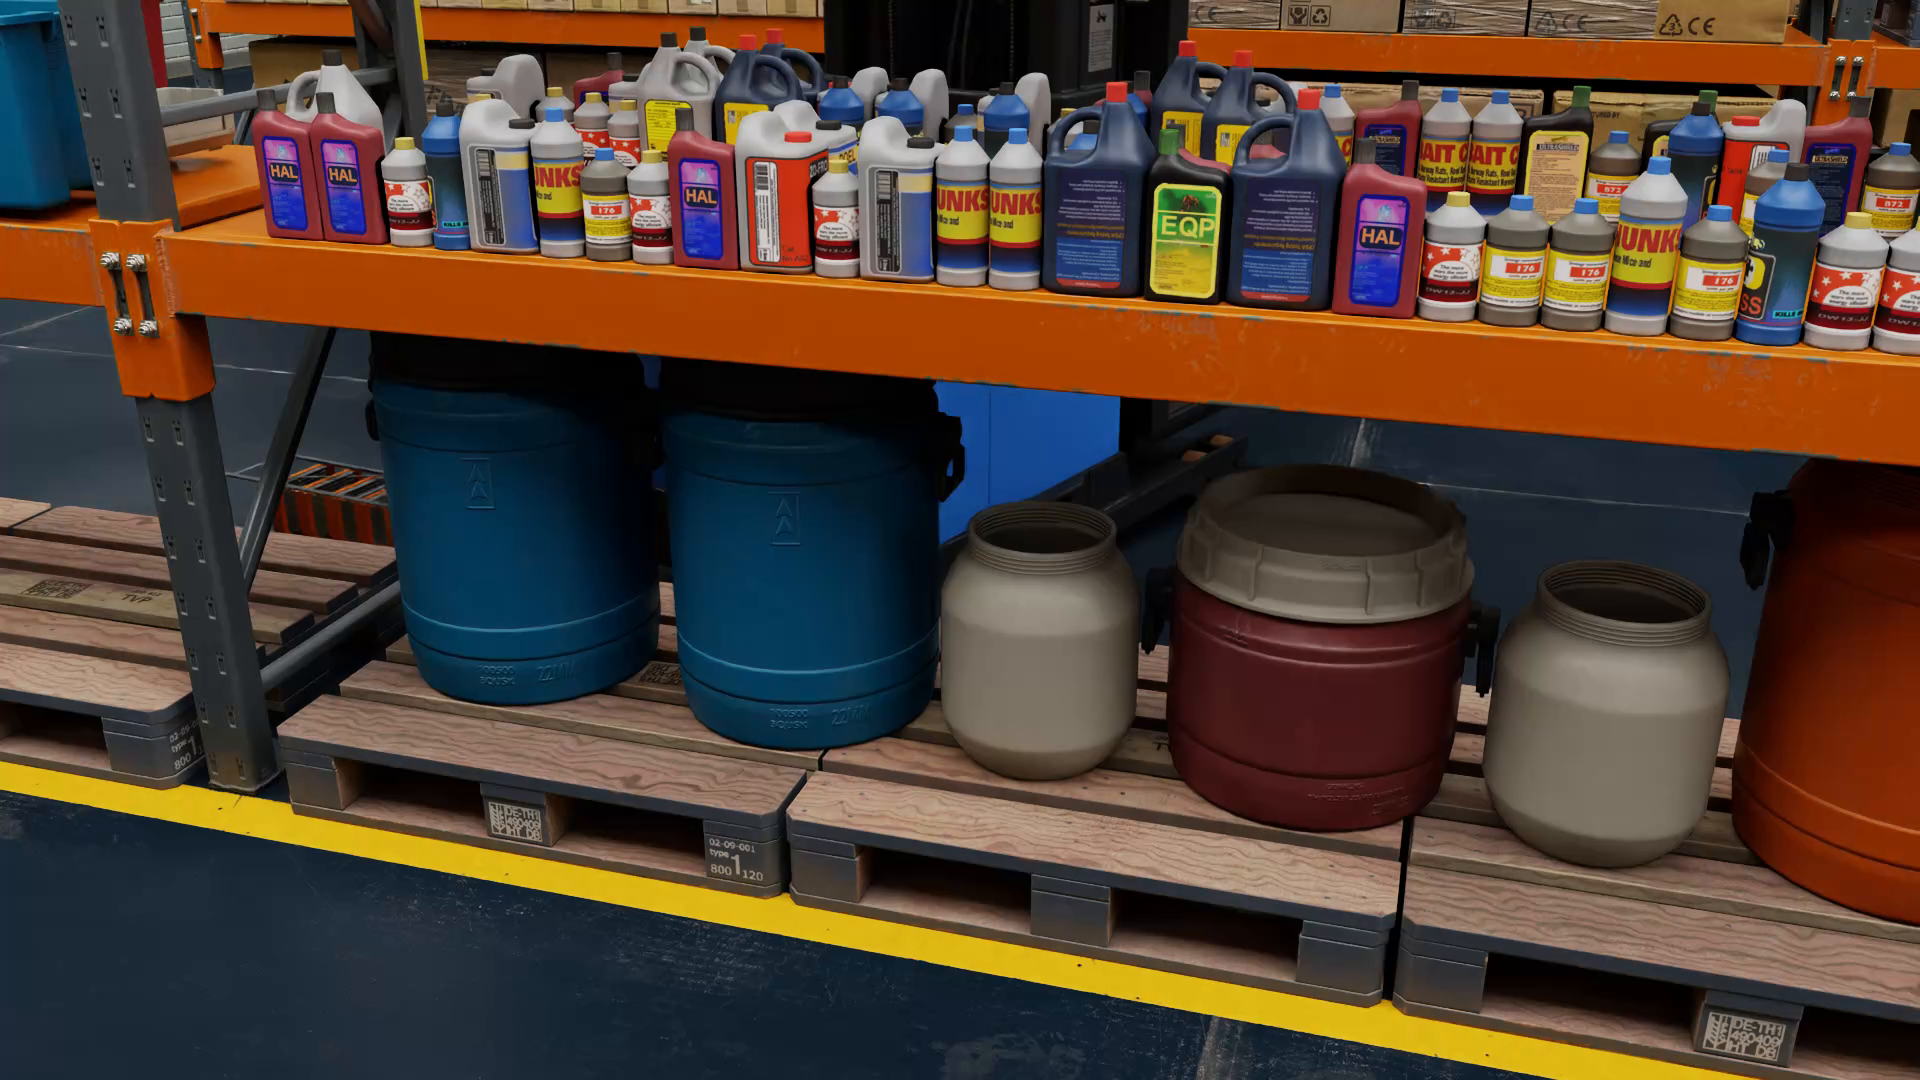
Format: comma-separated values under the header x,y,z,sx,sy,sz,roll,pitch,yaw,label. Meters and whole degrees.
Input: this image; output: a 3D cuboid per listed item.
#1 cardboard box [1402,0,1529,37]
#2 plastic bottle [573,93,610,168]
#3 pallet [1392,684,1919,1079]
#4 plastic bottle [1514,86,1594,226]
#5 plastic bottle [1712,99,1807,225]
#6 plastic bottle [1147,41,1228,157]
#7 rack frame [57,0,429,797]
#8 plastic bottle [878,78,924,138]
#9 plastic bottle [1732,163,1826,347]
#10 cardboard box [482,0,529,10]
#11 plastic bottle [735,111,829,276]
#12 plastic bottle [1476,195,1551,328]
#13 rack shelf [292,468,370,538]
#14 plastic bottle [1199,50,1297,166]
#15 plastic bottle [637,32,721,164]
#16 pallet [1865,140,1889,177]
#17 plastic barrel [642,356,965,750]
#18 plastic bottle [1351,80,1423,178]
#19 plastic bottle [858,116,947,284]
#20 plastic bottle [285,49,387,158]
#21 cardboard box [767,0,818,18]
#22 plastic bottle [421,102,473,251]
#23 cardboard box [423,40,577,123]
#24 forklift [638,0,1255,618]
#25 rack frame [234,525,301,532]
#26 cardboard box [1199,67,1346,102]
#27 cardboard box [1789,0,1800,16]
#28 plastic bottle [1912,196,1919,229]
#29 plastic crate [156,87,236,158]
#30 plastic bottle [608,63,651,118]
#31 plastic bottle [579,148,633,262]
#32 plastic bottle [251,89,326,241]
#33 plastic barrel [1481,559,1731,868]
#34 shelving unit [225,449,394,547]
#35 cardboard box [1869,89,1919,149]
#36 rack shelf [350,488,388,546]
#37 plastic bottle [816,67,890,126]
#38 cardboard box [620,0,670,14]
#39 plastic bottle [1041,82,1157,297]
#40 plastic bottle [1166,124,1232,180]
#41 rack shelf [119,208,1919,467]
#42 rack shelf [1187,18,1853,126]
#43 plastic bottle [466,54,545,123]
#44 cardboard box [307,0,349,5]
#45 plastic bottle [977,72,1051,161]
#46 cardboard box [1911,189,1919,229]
x,y,z,sx,sy,sz,roll,pitch,yaw,label
2.204,-2.469,7.205,0.500,0.500,0.500,6,23,14,cardboard box
-0.839,-0.928,3.842,0.097,0.201,0.097,0,22,0,plastic bottle
1.524,0.672,3.354,1.213,0.211,1.003,7,23,16,pallet
1.191,-0.765,3.336,0.133,0.283,0.061,7,23,16,plastic bottle
1.527,-0.705,3.200,0.135,0.276,0.152,7,23,16,plastic bottle
0.490,-0.860,3.479,0.185,0.351,0.144,7,23,16,plastic bottle
-1.539,-0.985,3.720,0.127,3.000,1.000,7,23,16,rack frame
-0.125,-0.843,3.541,0.097,0.271,0.097,0,22,0,plastic bottle
1.268,-0.443,2.566,0.097,0.271,0.097,0,22,0,plastic bottle
-2.220,-2.780,8.426,0.250,0.149,0.380,6,23,14,cardboard box
-0.319,-0.637,3.035,0.135,0.276,0.152,7,23,16,plastic bottle
0.895,-0.453,2.683,0.097,0.201,0.097,0,22,0,plastic bottle
-1.974,-0.108,5.278,0.103,0.180,0.258,10,24,24,rack shelf
0.575,-0.790,3.308,0.185,0.351,0.144,7,23,16,plastic bottle
-0.606,-0.928,3.645,0.185,0.351,0.144,7,23,16,plastic bottle
5.984,-2.733,11.656,1.213,0.211,1.003,7,23,16,pallet
-0.345,-0.065,3.688,0.708,0.901,0.600,7,23,16,plastic barrel
0.877,-0.801,3.424,0.133,0.283,0.061,7,23,16,plastic bottle
-0.097,-0.612,2.973,0.135,0.276,0.152,7,23,16,plastic bottle
-1.257,-0.802,3.337,0.185,0.351,0.144,7,23,16,plastic bottle
-0.742,-2.611,8.014,0.250,0.149,0.380,7,23,17,cardboard box
-0.974,-0.699,3.192,0.097,0.271,0.097,0,22,0,plastic bottle
-2.431,-2.294,9.156,0.875,0.875,0.875,7,23,16,cardboard box
0.340,-1.589,5.282,1.130,2.935,3.031,15,27,33,forklift
-1.798,0.008,5.233,1.200,0.006,0.240,10,24,24,rack frame
1.366,-1.836,8.039,0.875,0.875,1.225,6,23,14,cardboard box
9.880,-6.631,20.058,0.625,0.625,0.875,6,23,13,cardboard box
1.867,-0.675,3.132,0.097,0.271,0.097,0,22,0,plastic bottle
-1.943,-0.994,4.009,0.243,0.136,0.396,7,23,16,plastic crate
-0.718,-0.962,3.827,0.135,0.276,0.152,7,23,16,plastic bottle
-0.659,-0.631,3.117,0.097,0.201,0.097,0,22,0,plastic bottle
-1.311,-0.736,3.266,0.133,0.283,0.061,7,23,16,plastic bottle
1.251,0.333,3.230,0.421,0.512,0.421,0,22,0,plastic barrel
-1.798,-0.077,5.199,1.200,0.189,0.258,10,24,24,shelving unit
6.646,-3.097,11.278,0.750,0.750,1.050,7,23,16,cardboard box
-1.758,-0.070,5.181,0.103,0.180,0.258,10,24,24,rack shelf
-0.236,-0.907,3.692,0.135,0.276,0.152,7,23,16,plastic bottle
-1.480,-2.696,8.220,0.250,0.149,0.380,7,23,17,cardboard box
0.241,-0.606,2.860,0.185,0.351,0.144,7,23,16,plastic bottle
0.399,-0.564,2.847,0.133,0.283,0.061,7,23,16,plastic bottle
0.376,-0.433,3.322,4.000,0.370,1.077,7,23,16,rack shelf
1.807,-2.233,7.709,4.000,0.370,1.077,7,23,16,rack shelf
-1.068,-1.002,3.924,0.135,0.276,0.152,7,23,16,plastic bottle
-3.202,-2.893,8.701,0.250,0.149,0.380,6,23,14,cardboard box
0.115,-0.867,3.594,0.135,0.276,0.152,7,23,16,plastic bottle
4.369,-1.327,7.267,0.500,0.500,0.700,5,23,13,cardboard box
